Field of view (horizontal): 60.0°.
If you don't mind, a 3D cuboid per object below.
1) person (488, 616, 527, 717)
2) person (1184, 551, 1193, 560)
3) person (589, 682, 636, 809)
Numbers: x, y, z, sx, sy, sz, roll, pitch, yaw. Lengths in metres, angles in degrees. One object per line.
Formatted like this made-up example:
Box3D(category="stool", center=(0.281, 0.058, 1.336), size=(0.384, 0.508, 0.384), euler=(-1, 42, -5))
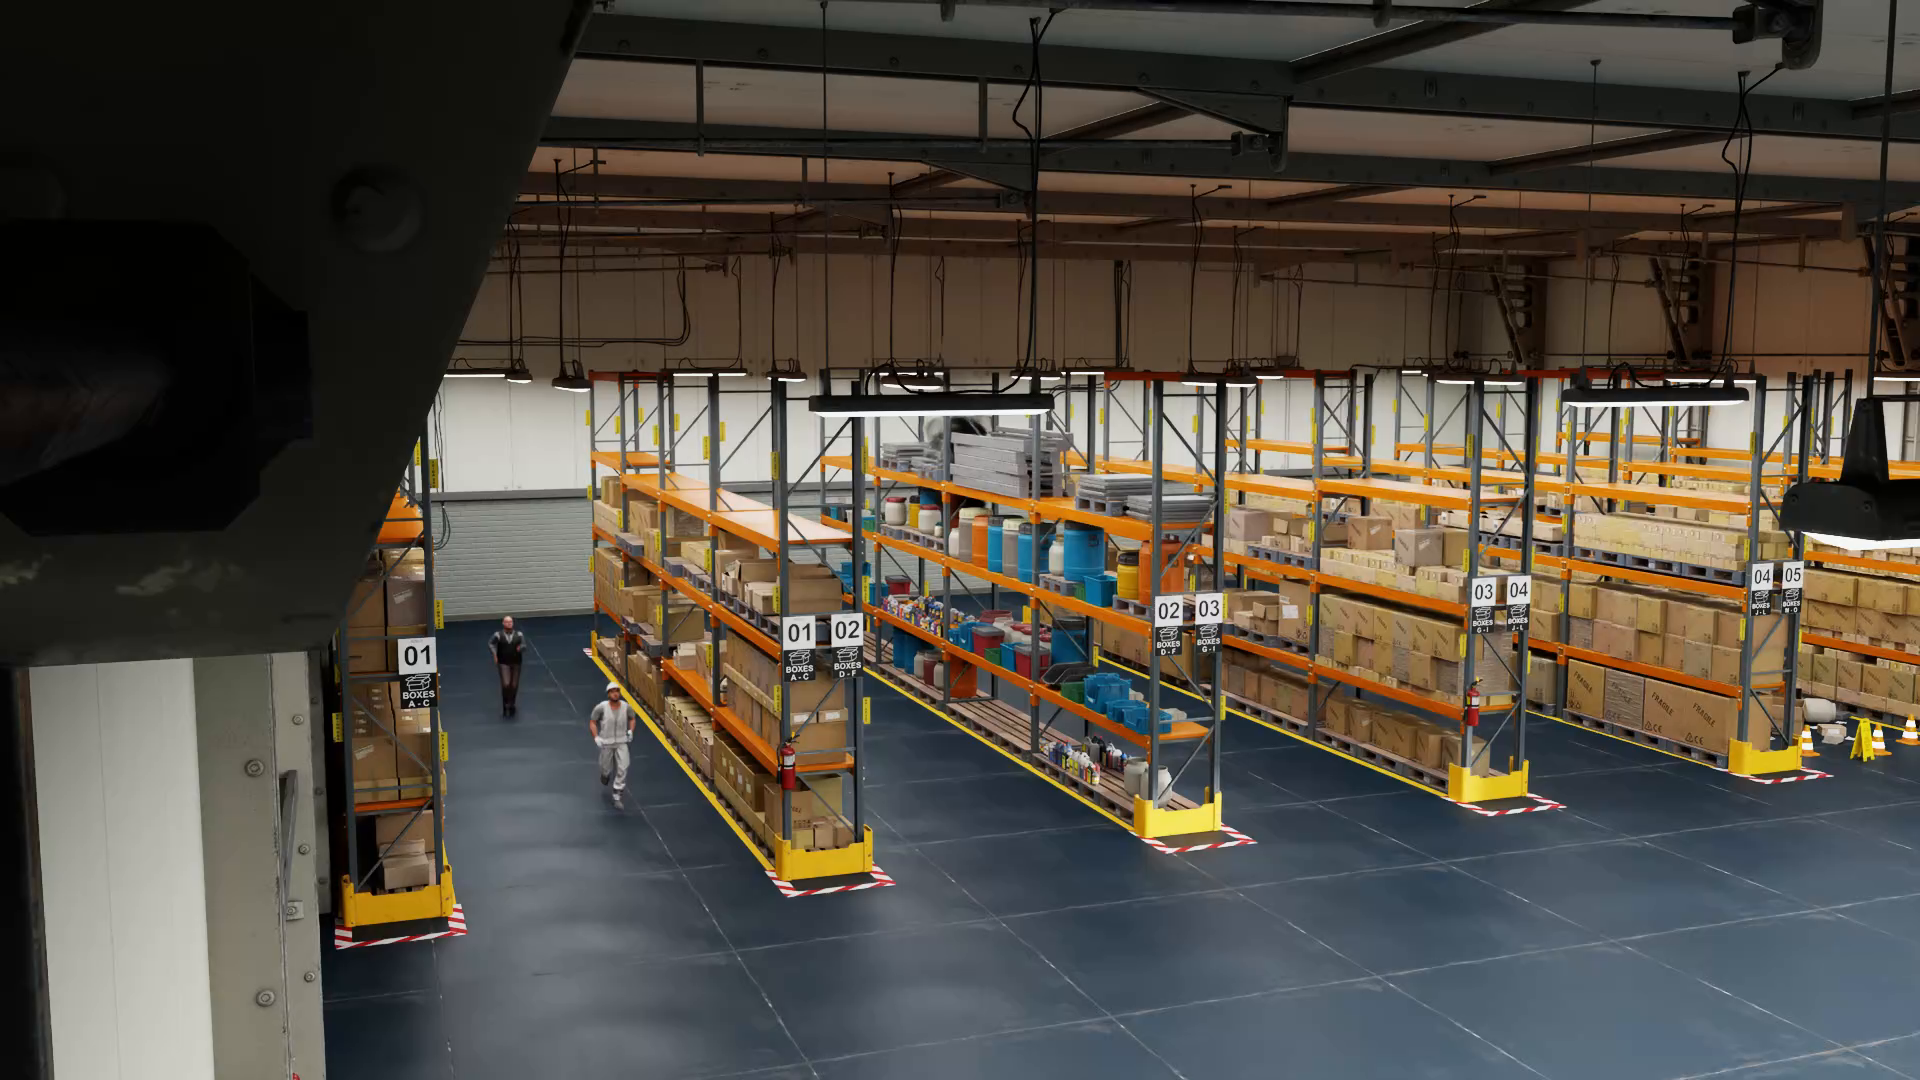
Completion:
Box3D(category="person", center=(-7.920, 2.227, 29.232), size=(0.638, 1.769, 0.706), euler=(-3, 7, -27))
Box3D(category="person", center=(5.546, 0.930, 41.147), size=(0.549, 1.626, 0.915), euler=(-3, 7, -25))
Box3D(category="person", center=(-4.887, 2.866, 23.482), size=(0.662, 1.743, 0.771), euler=(-2, 7, -20))
